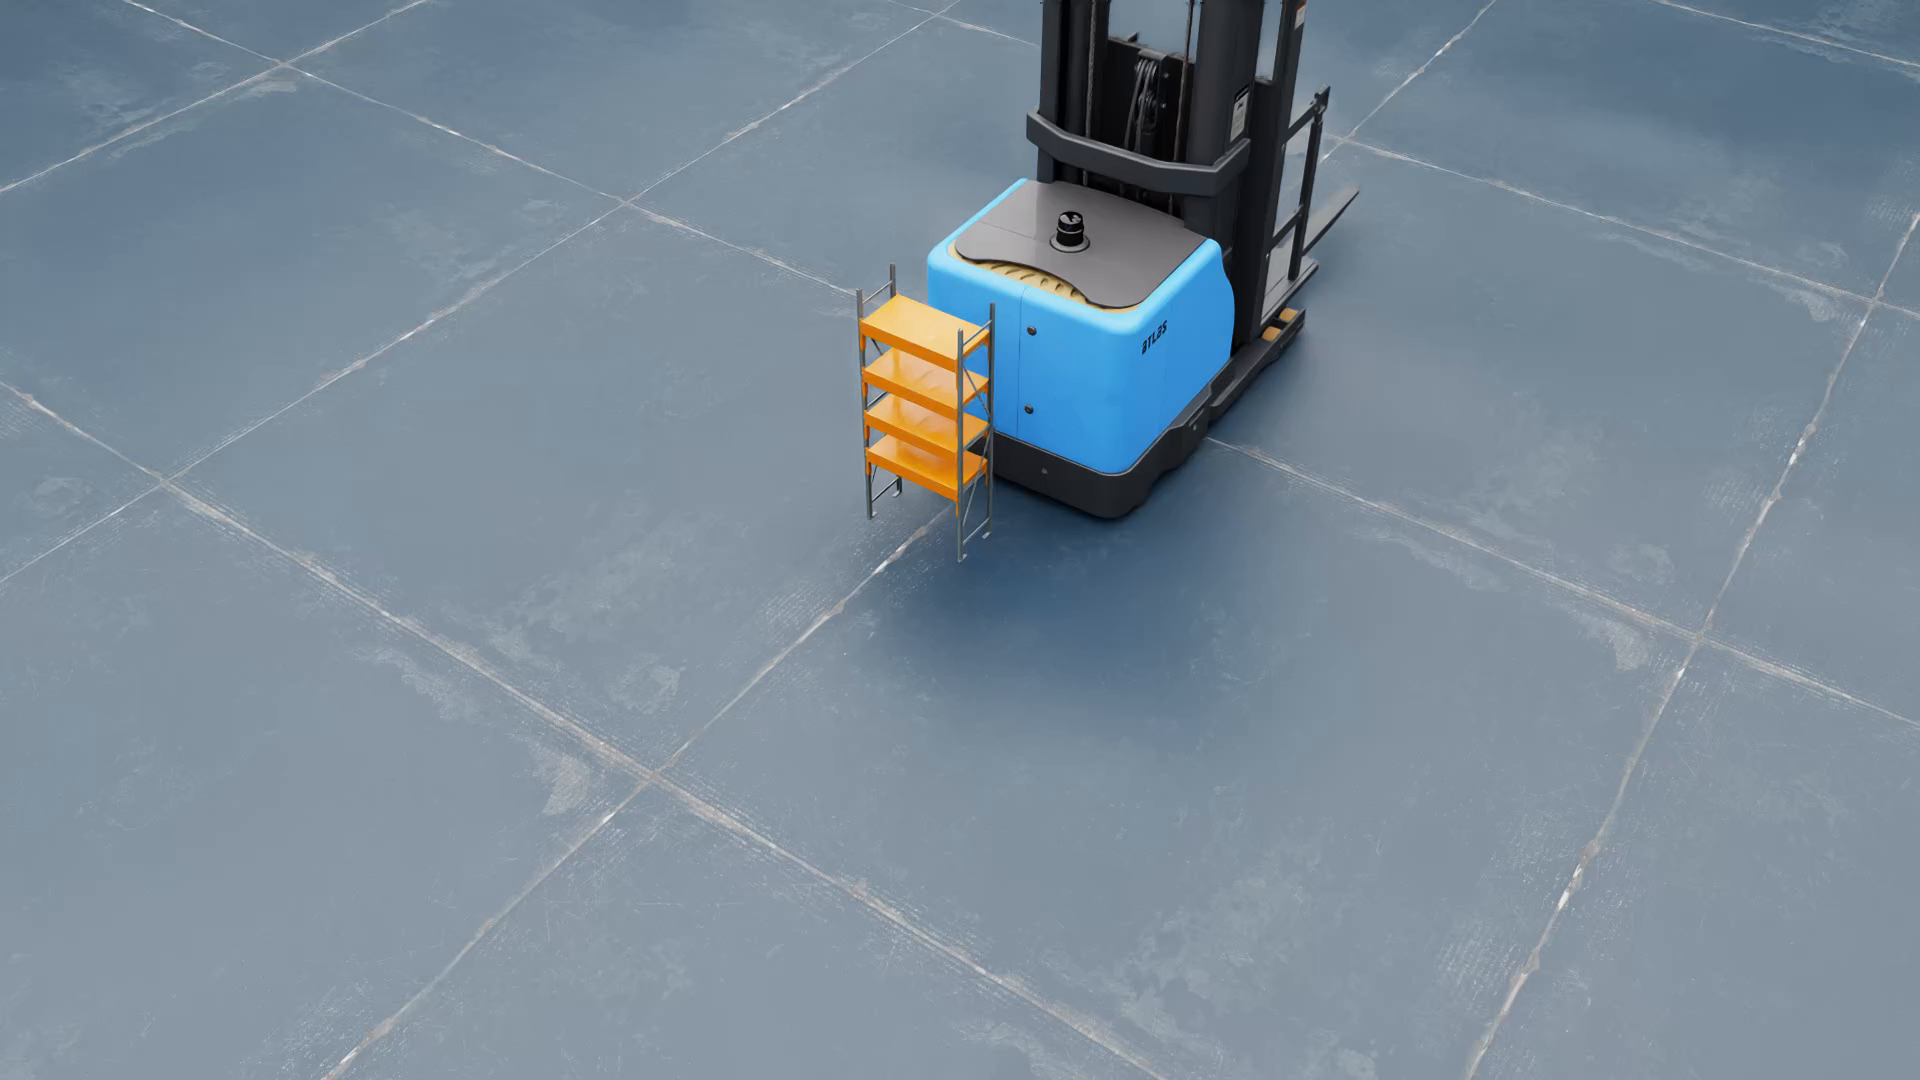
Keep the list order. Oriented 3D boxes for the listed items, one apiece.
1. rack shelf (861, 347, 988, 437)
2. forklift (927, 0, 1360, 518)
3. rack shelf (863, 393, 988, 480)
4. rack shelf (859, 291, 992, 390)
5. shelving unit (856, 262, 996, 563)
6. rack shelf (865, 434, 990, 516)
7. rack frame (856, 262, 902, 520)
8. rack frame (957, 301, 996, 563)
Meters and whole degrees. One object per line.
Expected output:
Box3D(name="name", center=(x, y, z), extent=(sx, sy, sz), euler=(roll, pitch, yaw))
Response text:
Box3D(name="rack shelf", center=(-0.136, -0.627, 6.816), extent=(0.480, 0.148, 0.258), euler=(25, 48, 25))
Box3D(name="forklift", center=(1.074, -2.142, 7.446), extent=(1.130, 2.935, 3.031), euler=(24, 47, 24))
Box3D(name="rack shelf", center=(-0.136, -0.460, 6.966), extent=(0.480, 0.148, 0.258), euler=(25, 48, 25))
Box3D(name="rack shelf", center=(-0.136, -0.803, 6.659), extent=(0.480, 0.148, 0.258), euler=(25, 48, 25))
Box3D(name="shelving unit", center=(-0.136, -0.511, 6.921), extent=(0.503, 1.200, 0.258), euler=(25, 48, 25))
Box3D(name="rack shelf", center=(-0.136, -0.312, 7.098), extent=(0.480, 0.148, 0.258), euler=(25, 48, 25))
Box3D(name="rack frame", center=(-0.335, -0.604, 7.025), extent=(0.015, 1.200, 0.240), euler=(25, 48, 25))
Box3D(name="rack frame", center=(0.064, -0.417, 6.816), extent=(0.015, 1.200, 0.240), euler=(25, 48, 25))
